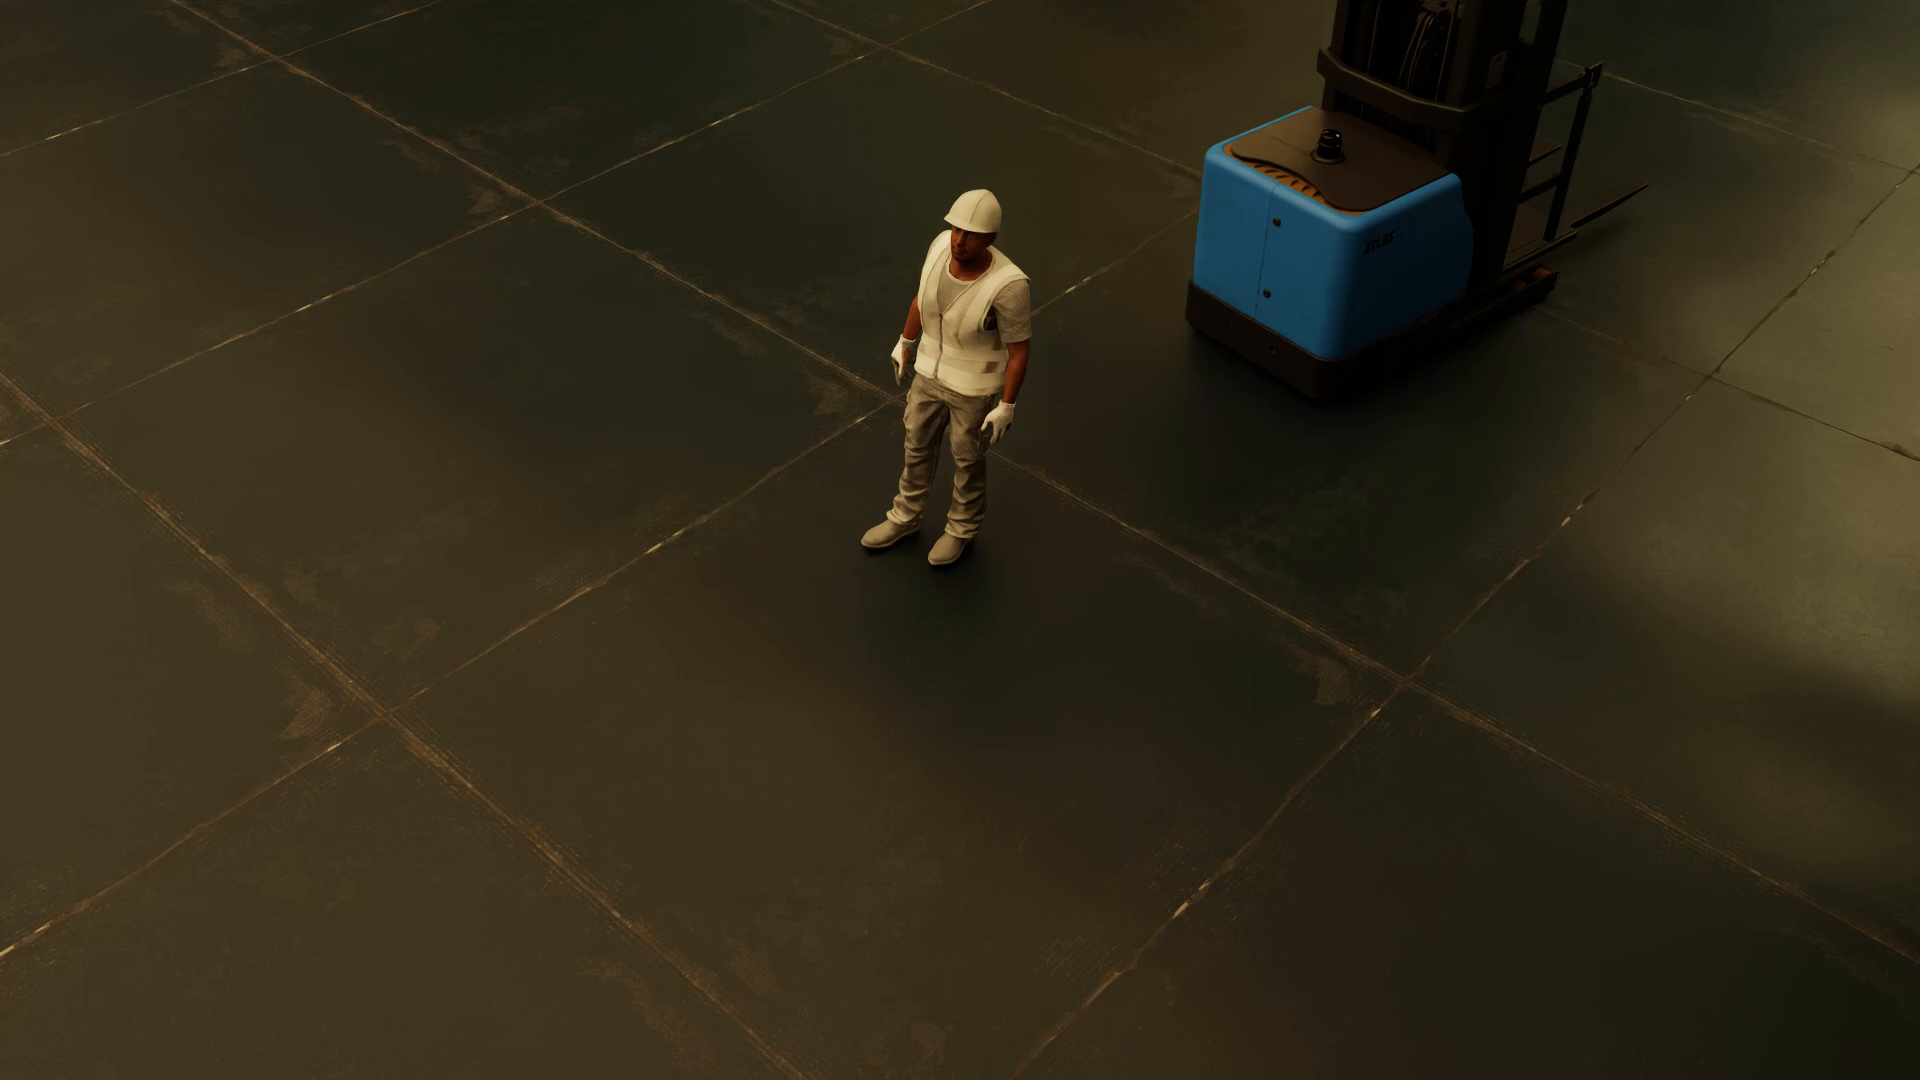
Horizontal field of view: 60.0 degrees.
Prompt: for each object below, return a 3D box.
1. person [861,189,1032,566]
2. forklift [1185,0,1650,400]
[{"bbox_3d":[-0.055,-0.652,7.058,0.656,1.782,0.577,31,49,31],"label":"person"},{"bbox_3d":[2.682,-2.615,8.477,3.031,2.935,1.130,-28,48,-28],"label":"forklift"}]
